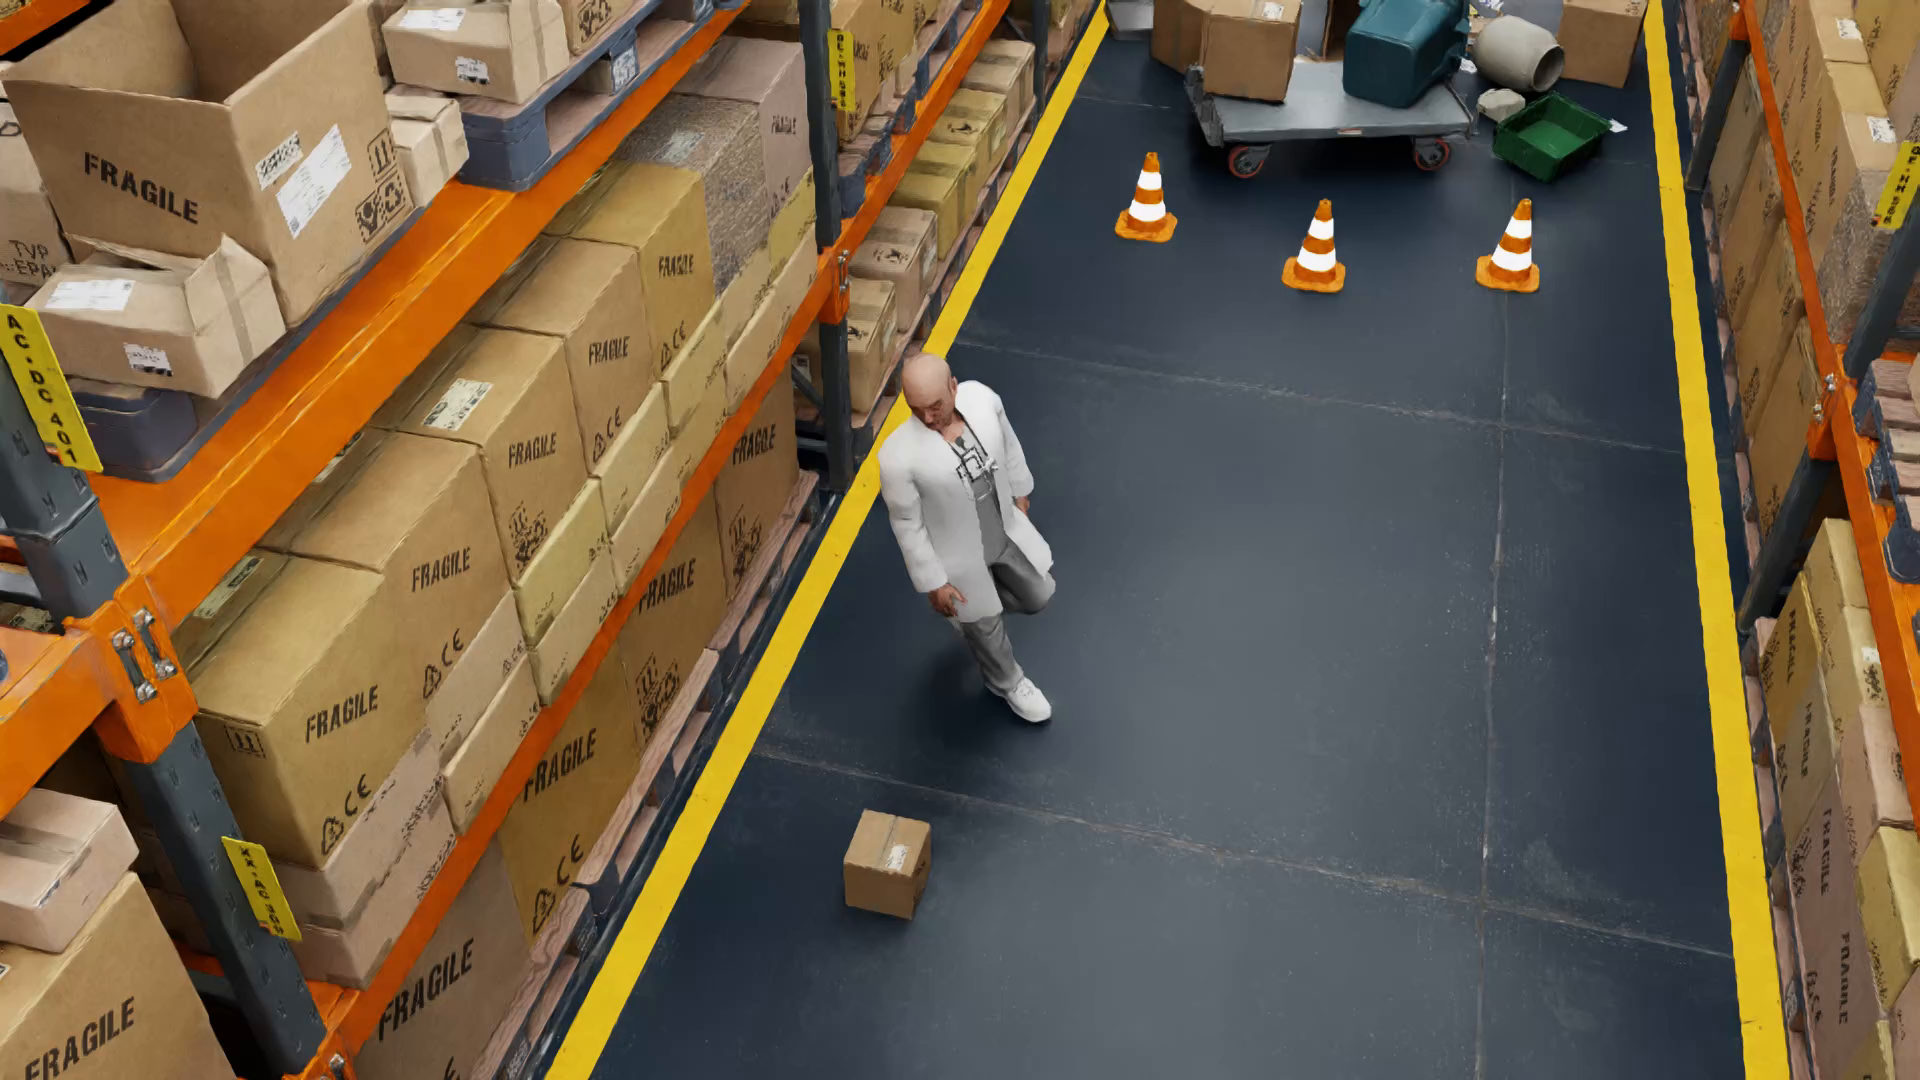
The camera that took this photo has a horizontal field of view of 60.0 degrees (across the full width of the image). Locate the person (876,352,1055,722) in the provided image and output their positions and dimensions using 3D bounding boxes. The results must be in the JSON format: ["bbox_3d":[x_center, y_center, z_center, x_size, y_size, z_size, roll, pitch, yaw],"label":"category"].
[{"bbox_3d":[0.037,-0.005,6.190,0.662,1.739,0.696,30,49,30],"label":"person"}]
